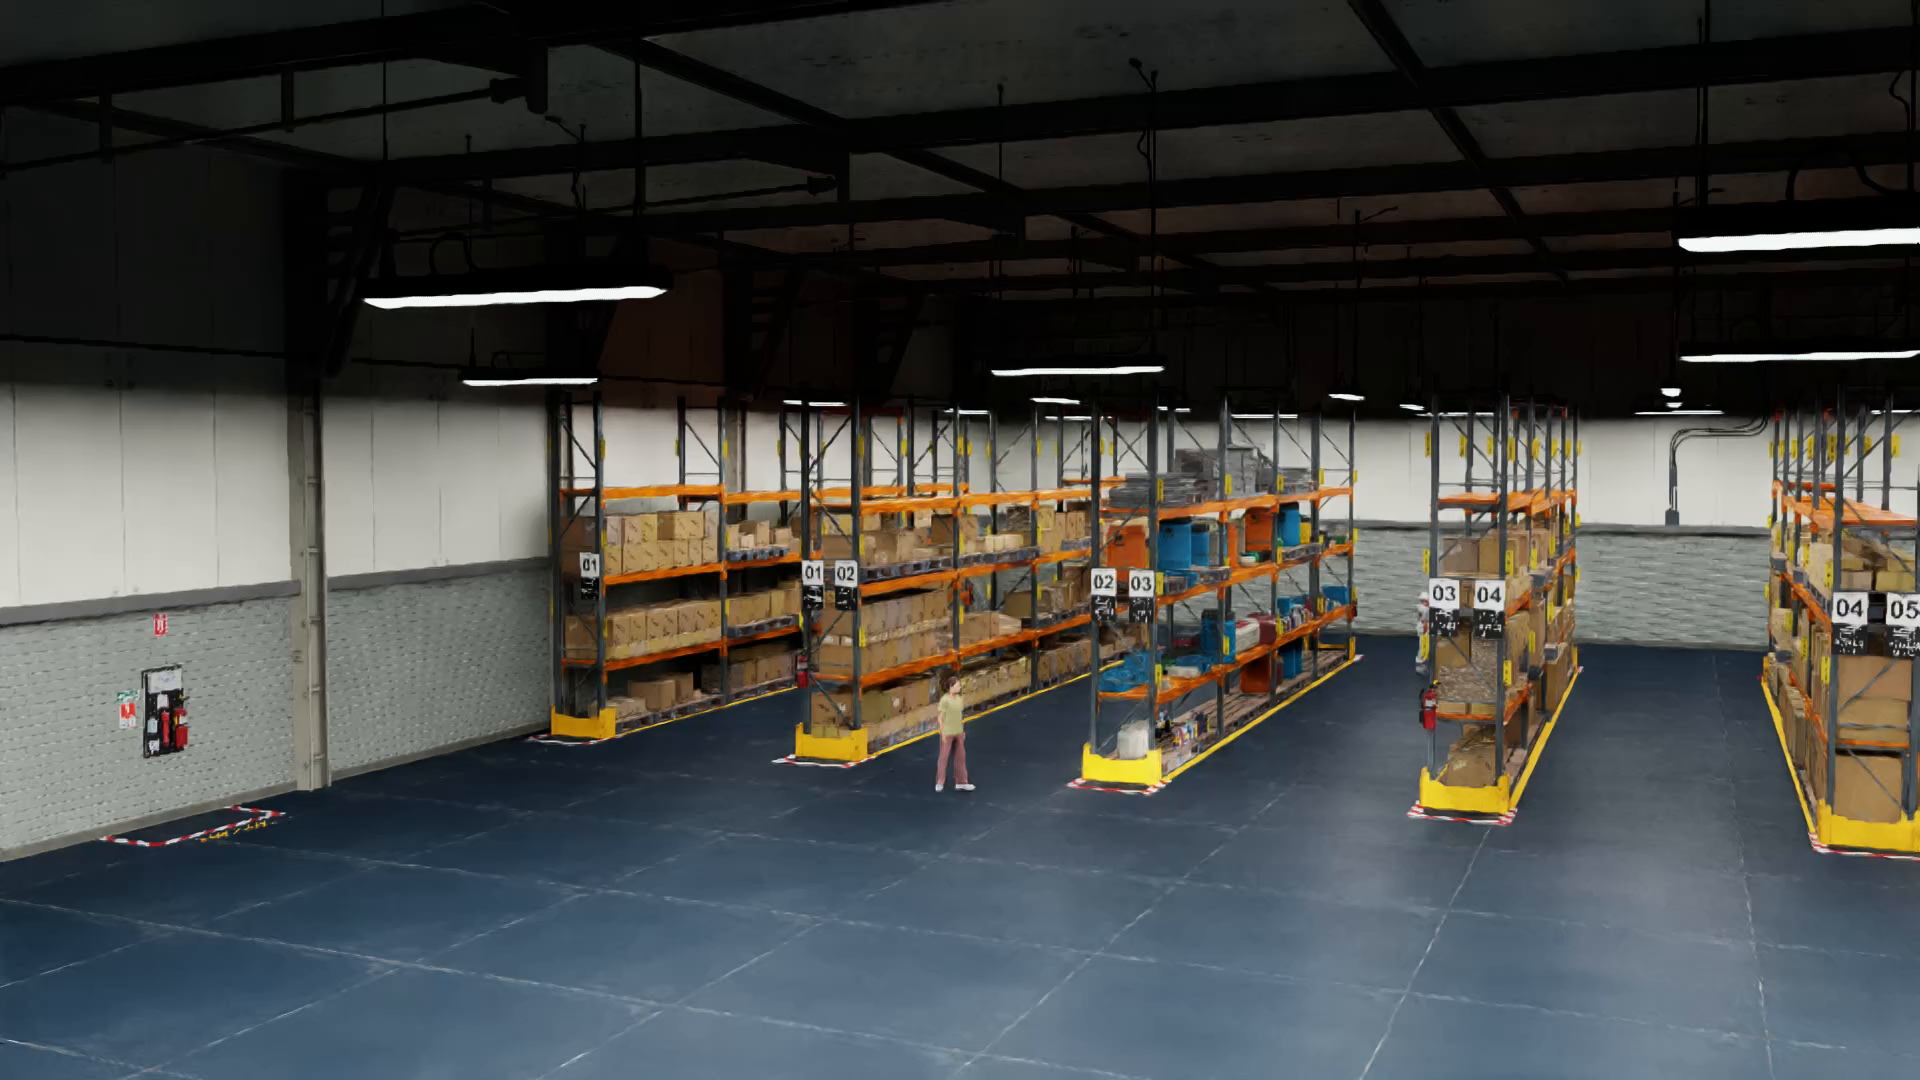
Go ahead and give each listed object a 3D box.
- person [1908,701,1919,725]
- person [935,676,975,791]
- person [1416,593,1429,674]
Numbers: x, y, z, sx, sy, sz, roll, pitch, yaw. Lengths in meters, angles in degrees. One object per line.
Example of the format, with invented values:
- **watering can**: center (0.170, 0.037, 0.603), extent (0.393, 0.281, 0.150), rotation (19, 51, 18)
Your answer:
- **person**: center (17.207, 2.551, 30.066), extent (0.464, 1.557, 0.453), rotation (-2, 4, -35)
- **person**: center (-0.121, 2.816, 24.239), extent (0.558, 1.674, 0.463), rotation (-3, 4, -43)
- **person**: center (10.289, 2.054, 36.809), extent (0.396, 1.791, 0.655), rotation (1, 3, 9)
